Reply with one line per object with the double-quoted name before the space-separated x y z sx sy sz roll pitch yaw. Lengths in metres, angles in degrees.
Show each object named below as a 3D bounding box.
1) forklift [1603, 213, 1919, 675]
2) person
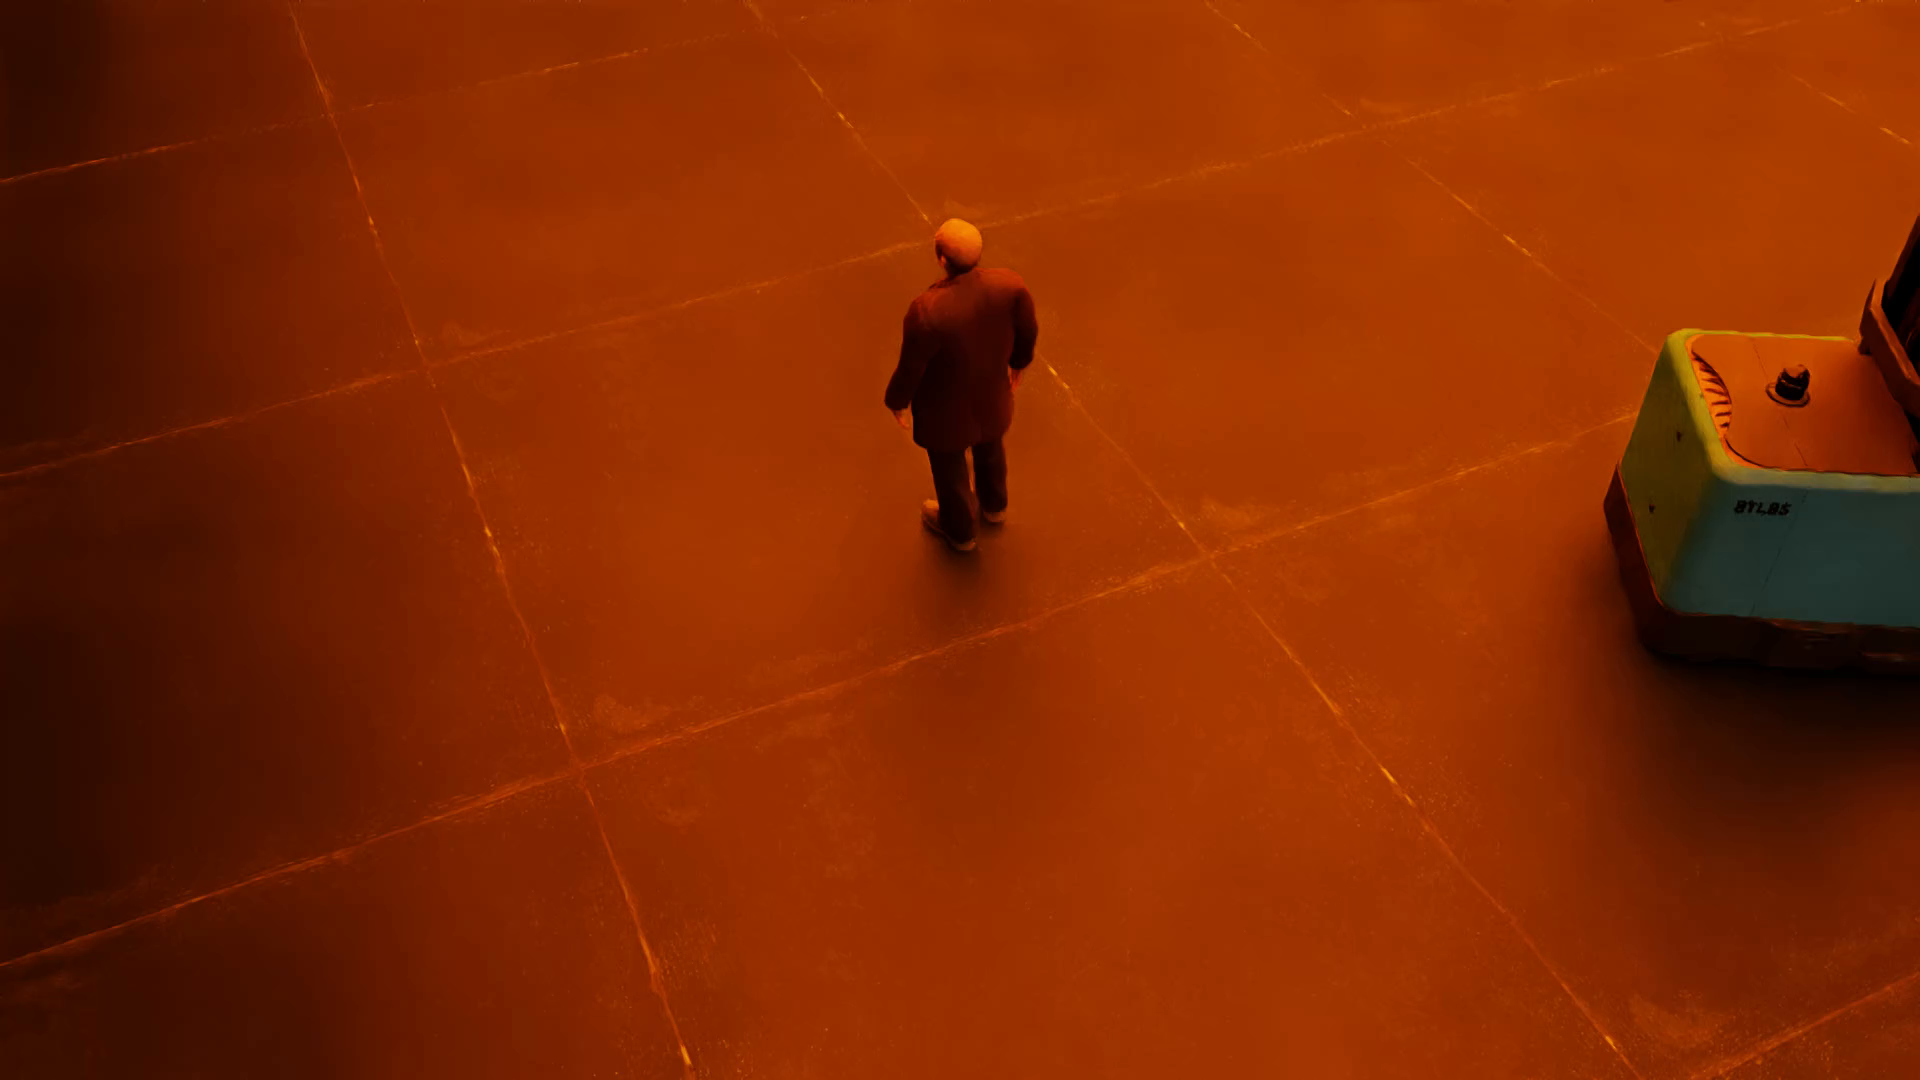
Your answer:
"forklift" 4.522 -0.794 6.531 3.031 2.935 1.130 4 43 4
"person" -0.034 -0.709 7.283 0.694 1.764 0.580 -18 46 -18
